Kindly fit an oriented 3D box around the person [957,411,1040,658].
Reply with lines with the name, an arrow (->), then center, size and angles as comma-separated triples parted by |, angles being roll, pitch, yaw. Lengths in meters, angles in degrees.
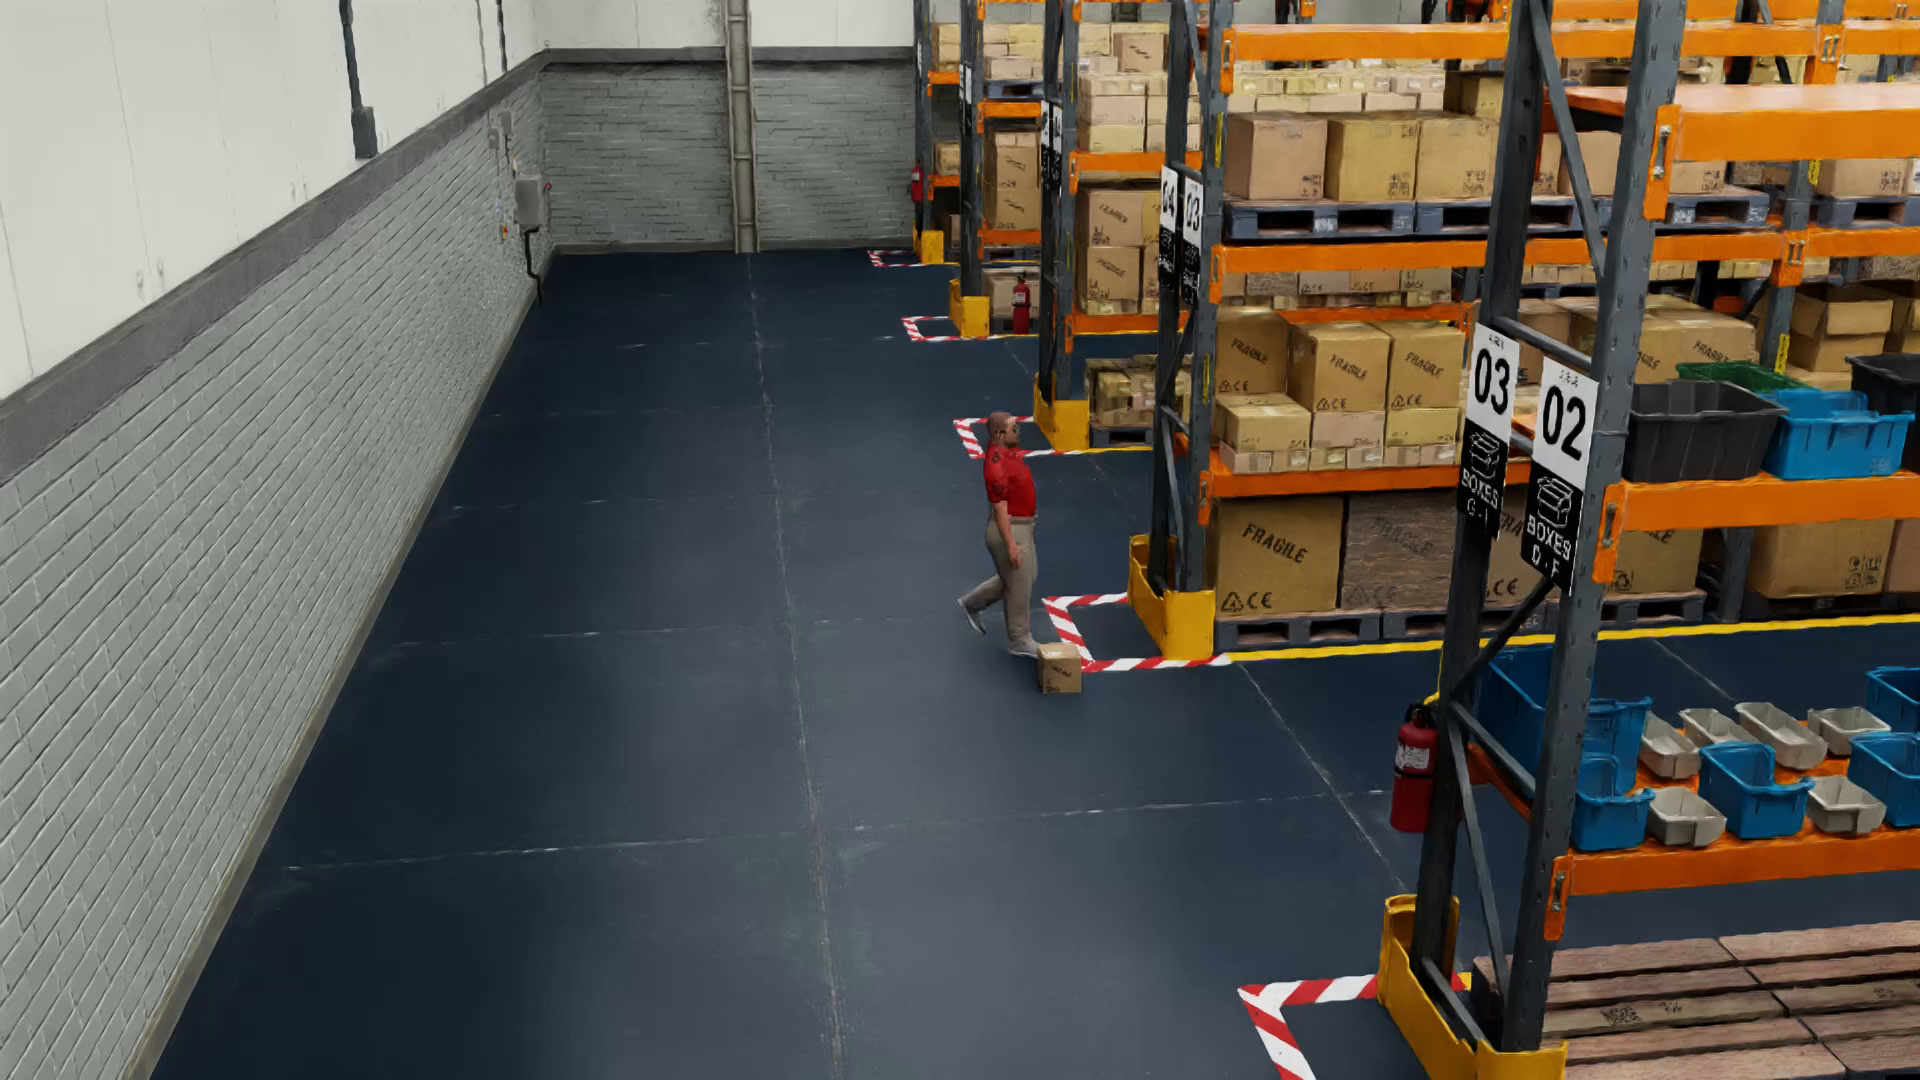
person -> 0.327, -0.050, 11.229 | 0.687, 1.711, 0.552 | 2, 20, 6
